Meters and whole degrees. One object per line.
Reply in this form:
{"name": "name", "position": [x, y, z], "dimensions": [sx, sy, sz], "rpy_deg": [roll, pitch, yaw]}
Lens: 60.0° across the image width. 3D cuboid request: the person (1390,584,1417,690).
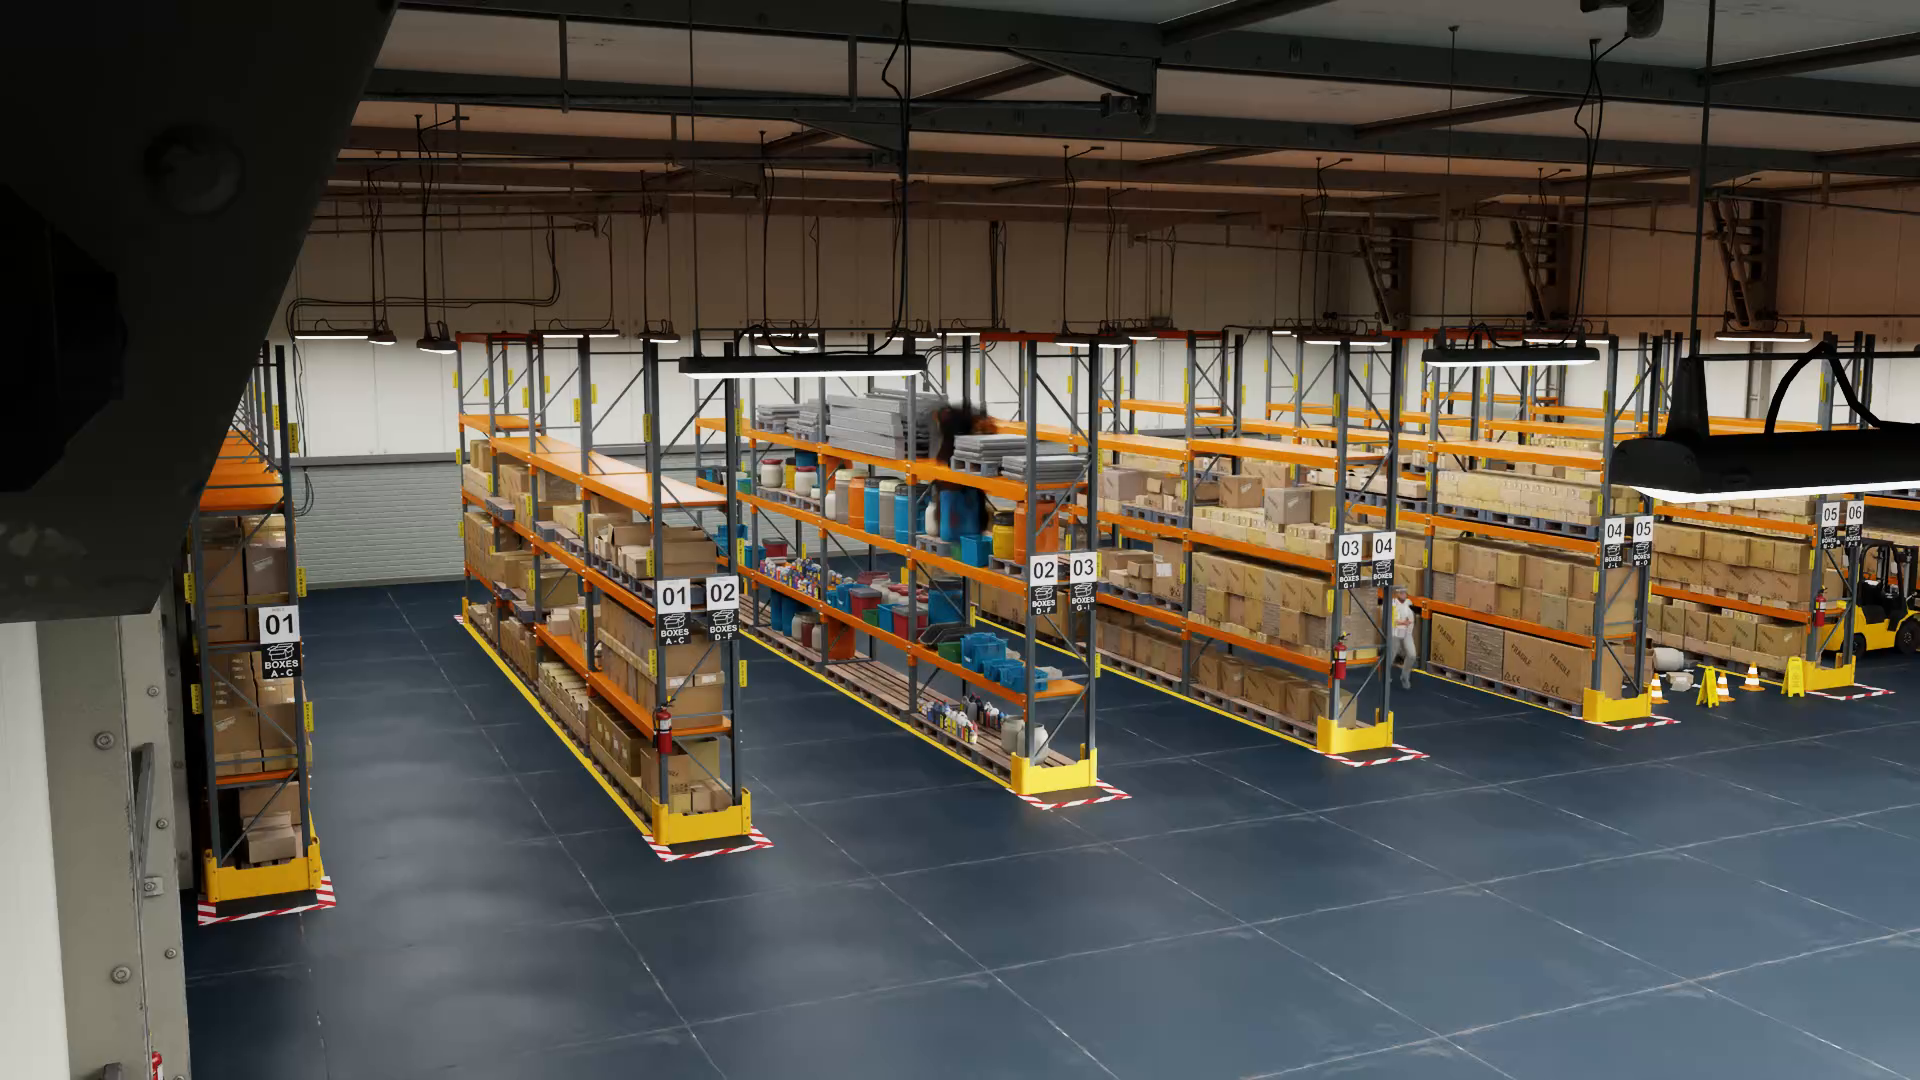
{"name": "person", "position": [7.509, 1.649, 28.373], "dimensions": [0.650, 1.838, 0.851], "rpy_deg": [-2, 8, -18]}
